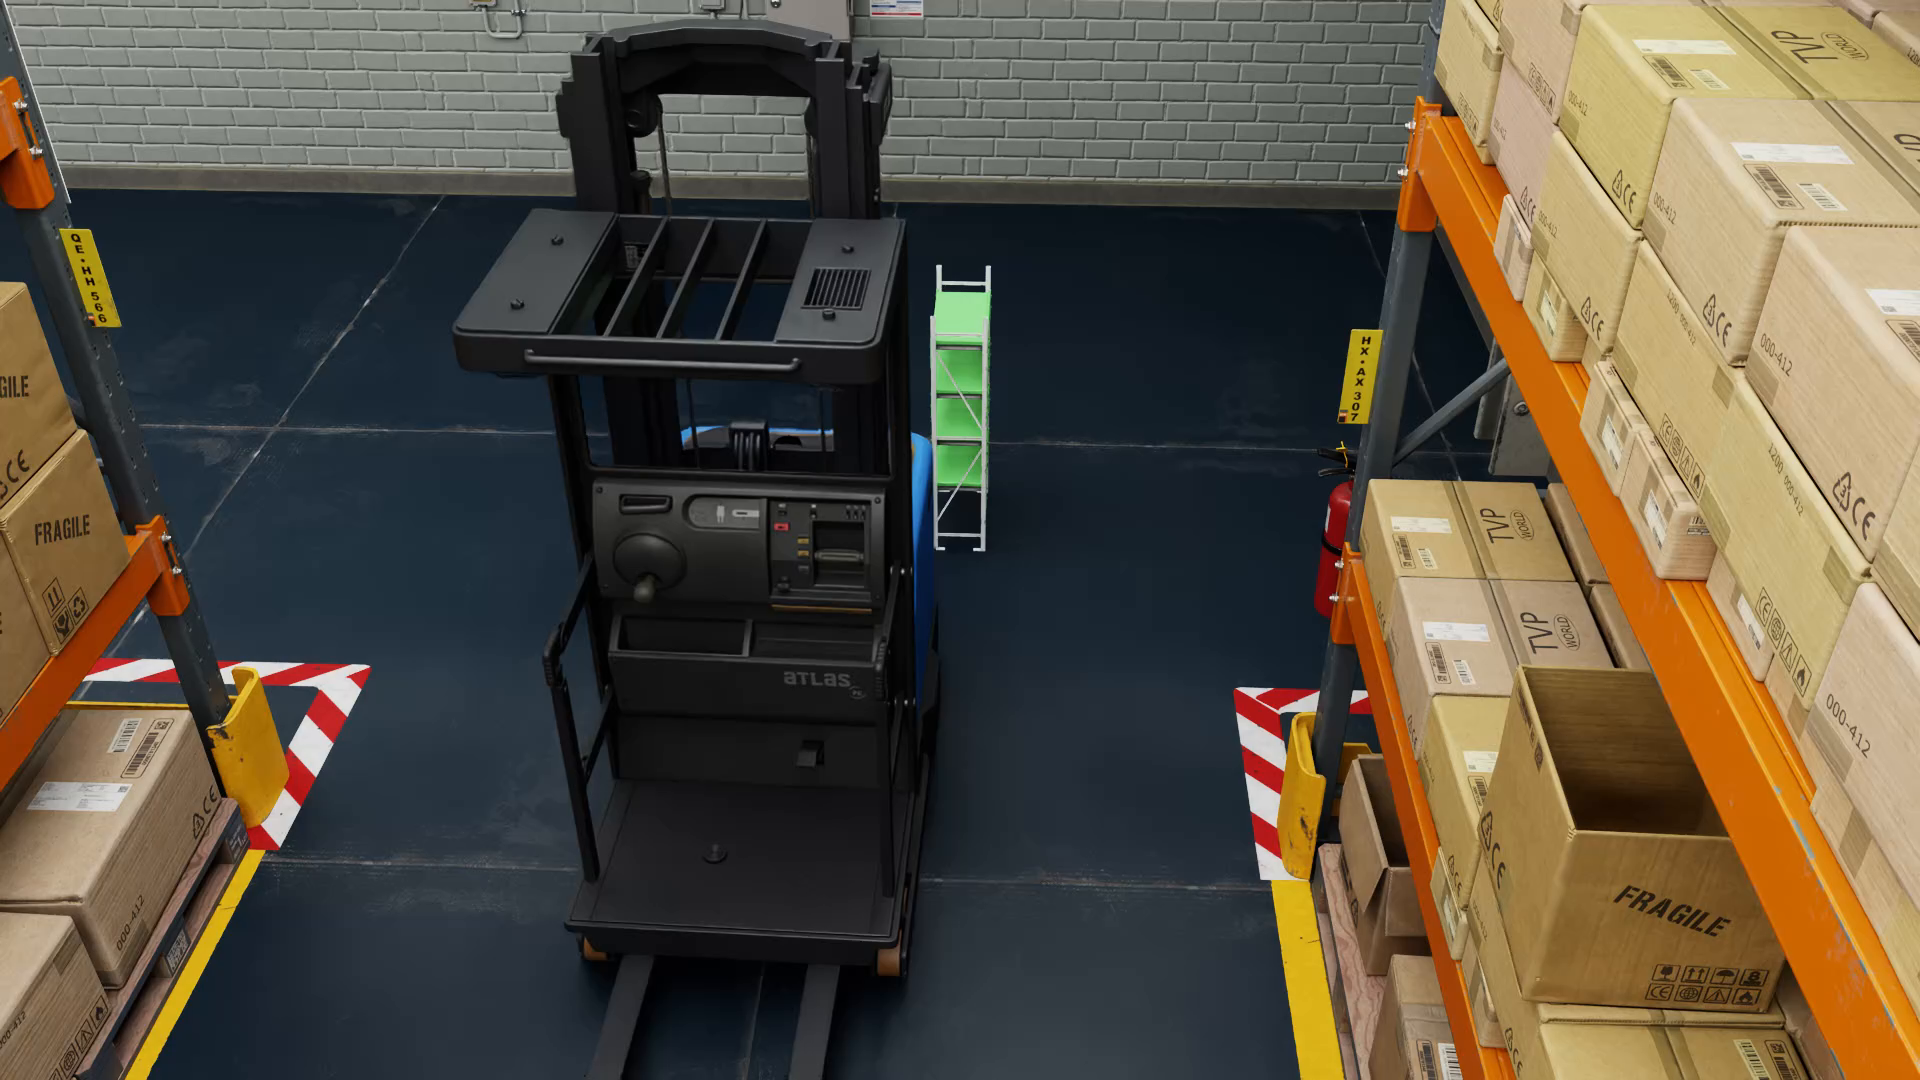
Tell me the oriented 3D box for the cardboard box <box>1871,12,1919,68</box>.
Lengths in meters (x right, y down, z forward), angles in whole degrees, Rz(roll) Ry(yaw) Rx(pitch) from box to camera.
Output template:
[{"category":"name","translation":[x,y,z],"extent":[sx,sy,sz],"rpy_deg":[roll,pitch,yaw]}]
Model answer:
[{"category":"cardboard box","translation":[2.001,-0.767,3.060],"extent":[0.500,0.250,0.500],"rpy_deg":[2,35,2]}]

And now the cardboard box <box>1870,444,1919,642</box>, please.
[{"category":"cardboard box","translation":[1.402,0.087,1.845],"extent":[0.500,0.250,0.500],"rpy_deg":[1,35,1]}]

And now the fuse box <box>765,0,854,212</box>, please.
[{"category":"fuse box","translation":[-0.892,-2.825,10.281],"extent":[0.539,1.711,0.414],"rpy_deg":[1,35,2]}]

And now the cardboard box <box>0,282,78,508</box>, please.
[{"category":"cardboard box","translation":[-2.970,-0.412,4.770],"extent":[0.500,0.500,0.500],"rpy_deg":[2,35,3]}]

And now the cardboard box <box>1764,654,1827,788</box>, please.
[{"category":"cardboard box","translation":[1.417,0.240,2.409],"extent":[0.380,0.149,0.250],"rpy_deg":[2,35,3]}]

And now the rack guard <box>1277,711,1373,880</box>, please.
[{"category":"rack guard","translation":[1.768,0.935,5.985],"extent":[1.175,0.500,0.348],"rpy_deg":[1,35,2]}]

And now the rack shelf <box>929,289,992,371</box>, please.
[{"category":"rack shelf","translation":[0.007,-0.926,7.301],"extent":[0.258,0.148,0.480],"rpy_deg":[1,35,2]}]

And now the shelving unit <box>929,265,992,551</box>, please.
[{"category":"shelving unit","translation":[0.007,-0.586,7.540],"extent":[0.258,1.200,0.503],"rpy_deg":[1,35,2]}]

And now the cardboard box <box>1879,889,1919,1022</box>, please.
[{"category":"cardboard box","translation":[1.362,0.534,1.991],"extent":[0.380,0.149,0.250],"rpy_deg":[2,35,3]}]

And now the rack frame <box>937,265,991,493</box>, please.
[{"category":"rack frame","translation":[0.016,-0.726,7.740],"extent":[0.240,1.200,0.015],"rpy_deg":[1,35,2]}]

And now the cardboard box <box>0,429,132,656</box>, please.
[{"category":"cardboard box","translation":[-2.943,-0.002,5.057],"extent":[0.500,0.500,0.500],"rpy_deg":[2,35,2]}]

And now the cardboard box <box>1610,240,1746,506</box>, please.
[{"category":"cardboard box","translation":[1.450,-0.286,2.812],"extent":[0.500,0.250,0.500],"rpy_deg":[1,35,1]}]

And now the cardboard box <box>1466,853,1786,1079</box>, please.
[{"category":"cardboard box","translation":[1.448,0.938,3.679],"extent":[0.500,0.250,0.500],"rpy_deg":[0,35,1]}]

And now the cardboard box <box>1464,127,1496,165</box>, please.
[{"category":"cardboard box","translation":[1.526,-1.078,4.285],"extent":[0.380,0.149,0.250],"rpy_deg":[2,35,3]}]

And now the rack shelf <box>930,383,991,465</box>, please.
[{"category":"rack shelf","translation":[0.007,-0.534,7.577],"extent":[0.258,0.148,0.480],"rpy_deg":[1,35,2]}]

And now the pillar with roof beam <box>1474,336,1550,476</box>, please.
[{"category":"pillar with roof beam","translation":[-1.521,-4.214,5.919],"extent":[9.100,9.000,0.400],"rpy_deg":[1,35,2]}]

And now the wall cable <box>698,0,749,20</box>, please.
[{"category":"wall cable","translation":[-1.568,-3.874,9.770],"extent":[0.588,1.984,0.122],"rpy_deg":[1,35,2]}]

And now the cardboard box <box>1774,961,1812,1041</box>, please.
[{"category":"cardboard box","translation":[1.950,0.960,3.648],"extent":[0.500,0.250,0.500],"rpy_deg":[1,35,2]}]

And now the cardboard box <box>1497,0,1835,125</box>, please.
[{"category":"cardboard box","translation":[1.463,-1.083,3.510],"extent":[0.500,0.250,0.500],"rpy_deg":[1,35,2]}]

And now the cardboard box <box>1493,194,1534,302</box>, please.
[{"category":"cardboard box","translation":[1.402,-0.639,3.661],"extent":[0.380,0.149,0.250],"rpy_deg":[2,35,3]}]

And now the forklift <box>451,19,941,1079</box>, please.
[{"category":"forklift","translation":[-0.711,0.081,5.085],"extent":[1.130,2.935,3.031],"rpy_deg":[2,35,3]}]

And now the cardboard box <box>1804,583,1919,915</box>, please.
[{"category":"cardboard box","translation":[1.390,0.297,1.981],"extent":[0.500,0.250,0.500],"rpy_deg":[0,35,0]}]

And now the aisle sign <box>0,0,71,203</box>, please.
[{"category":"aisle sign","translation":[-2.876,-1.342,4.790],"extent":[0.394,0.787,0.004],"rpy_deg":[1,35,2]}]

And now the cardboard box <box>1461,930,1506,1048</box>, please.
[{"category":"cardboard box","translation":[1.392,1.045,3.874],"extent":[0.380,0.149,0.250],"rpy_deg":[2,35,3]}]

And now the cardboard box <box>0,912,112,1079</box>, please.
[{"category":"cardboard box","translation":[-3.143,1.540,4.813],"extent":[0.875,0.438,0.875],"rpy_deg":[2,35,3]}]

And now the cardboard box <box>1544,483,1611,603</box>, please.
[{"category":"cardboard box","translation":[2.018,0.079,4.901],"extent":[0.500,0.250,0.500],"rpy_deg":[2,35,3]}]

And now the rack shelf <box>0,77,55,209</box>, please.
[{"category":"rack shelf","translation":[-3.269,-0.028,3.198],"extent":[1.077,0.370,4.000],"rpy_deg":[1,35,2]}]

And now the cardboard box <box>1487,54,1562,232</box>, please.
[{"category":"cardboard box","translation":[1.481,-0.878,3.654],"extent":[0.500,0.250,0.500],"rpy_deg":[2,35,3]}]

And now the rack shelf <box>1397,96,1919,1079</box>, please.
[{"category":"rack shelf","translation":[1.691,0.085,3.038],"extent":[1.077,0.370,4.000],"rpy_deg":[1,35,2]}]

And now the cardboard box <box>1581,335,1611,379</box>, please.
[{"category":"cardboard box","translation":[1.450,-0.345,3.242],"extent":[0.380,0.149,0.250],"rpy_deg":[1,35,1]}]

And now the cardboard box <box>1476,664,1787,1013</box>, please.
[{"category":"cardboard box","translation":[1.424,0.618,3.482],"extent":[0.500,0.500,0.500],"rpy_deg":[2,35,3]}]

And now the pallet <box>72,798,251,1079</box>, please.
[{"category":"pallet","translation":[-3.142,1.358,5.634],"extent":[1.003,0.211,1.213],"rpy_deg":[1,35,2]}]

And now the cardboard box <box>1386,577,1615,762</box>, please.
[{"category":"cardboard box","translation":[1.464,0.352,4.512],"extent":[0.500,0.250,0.500],"rpy_deg":[2,35,2]}]

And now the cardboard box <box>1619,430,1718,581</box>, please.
[{"category":"cardboard box","translation":[1.362,-0.056,2.831],"extent":[0.380,0.149,0.250],"rpy_deg":[2,35,3]}]

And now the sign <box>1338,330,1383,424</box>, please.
[{"category":"sign","translation":[1.229,-0.498,5.097],"extent":[0.100,0.325,0.005],"rpy_deg":[1,35,2]}]

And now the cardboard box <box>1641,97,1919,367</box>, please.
[{"category":"cardboard box","translation":[1.446,-0.501,2.682],"extent":[0.500,0.250,0.500],"rpy_deg":[2,35,3]}]

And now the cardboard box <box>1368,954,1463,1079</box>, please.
[{"category":"cardboard box","translation":[1.579,1.559,4.732],"extent":[0.700,0.500,0.500],"rpy_deg":[3,35,4]}]

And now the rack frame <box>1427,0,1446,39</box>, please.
[{"category":"rack frame","translation":[1.771,-2.586,3.603],"extent":[1.000,3.000,0.127],"rpy_deg":[1,35,2]}]
